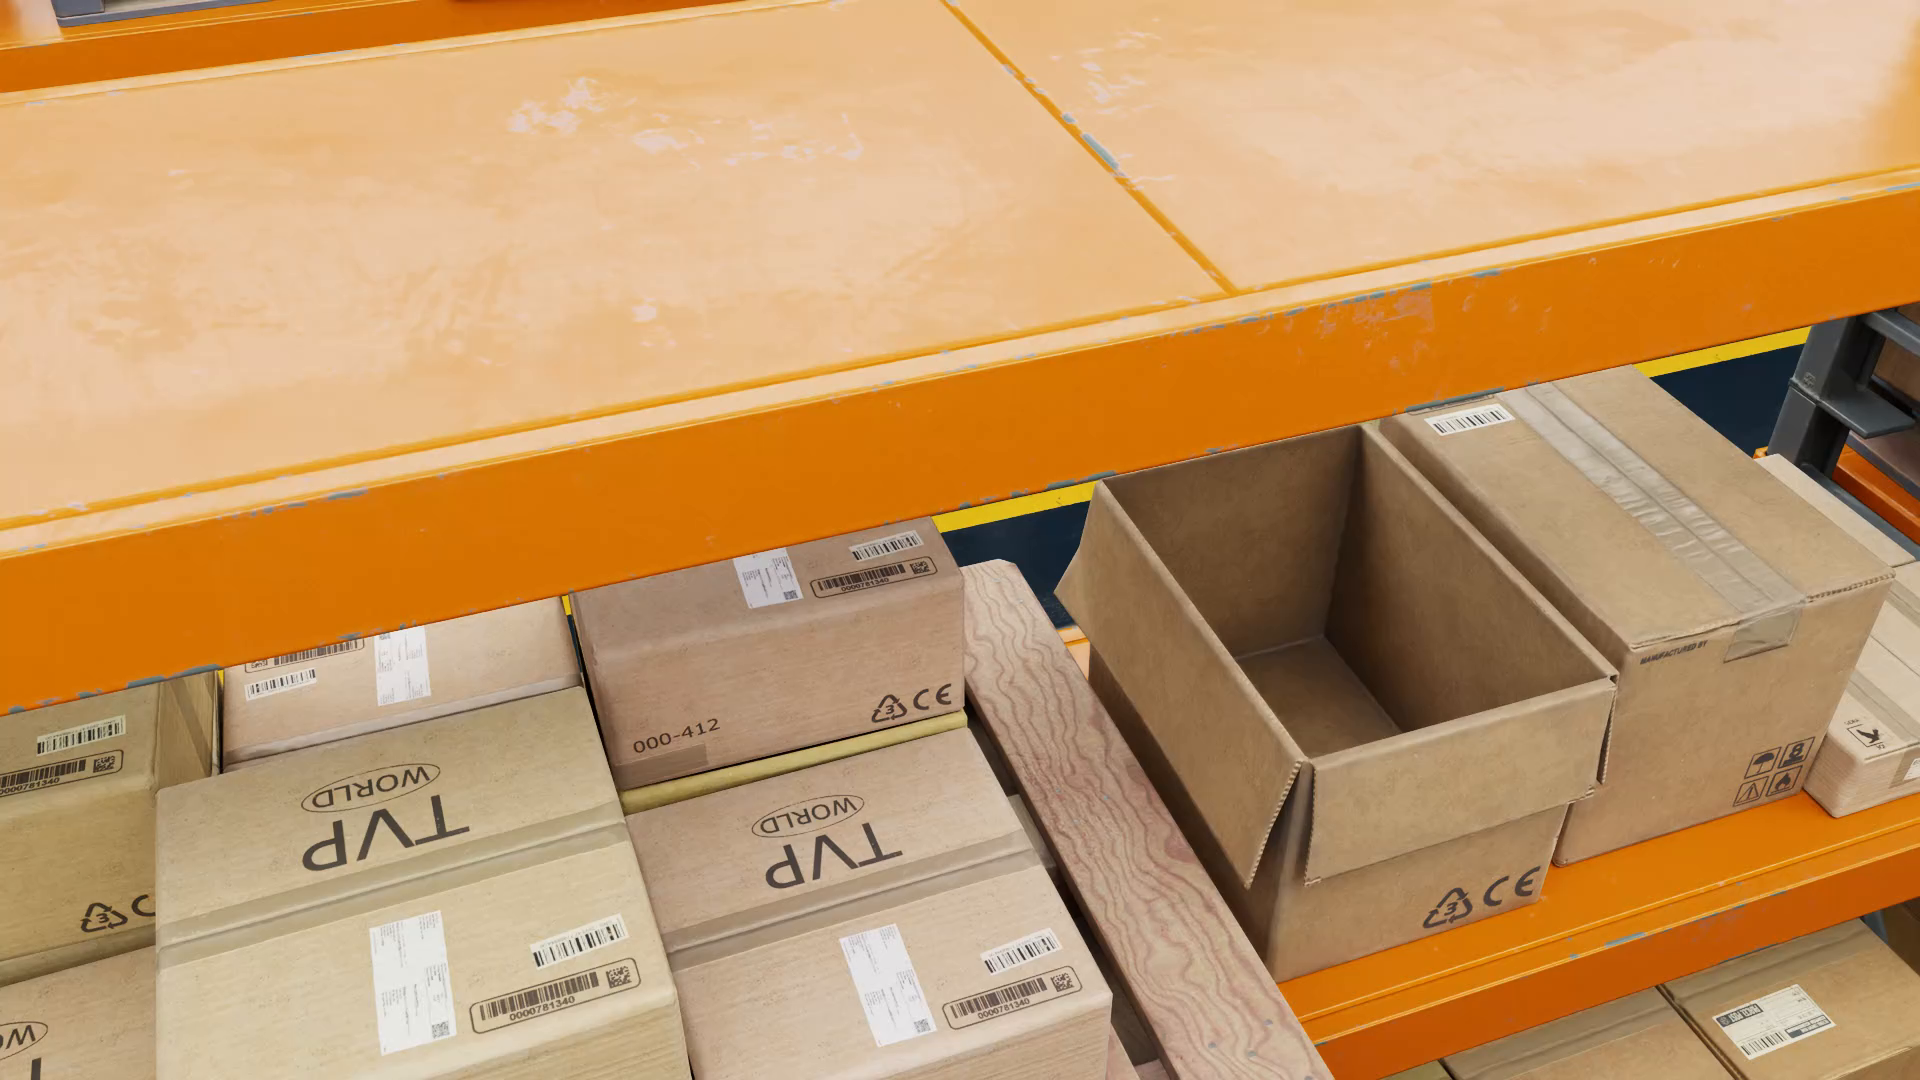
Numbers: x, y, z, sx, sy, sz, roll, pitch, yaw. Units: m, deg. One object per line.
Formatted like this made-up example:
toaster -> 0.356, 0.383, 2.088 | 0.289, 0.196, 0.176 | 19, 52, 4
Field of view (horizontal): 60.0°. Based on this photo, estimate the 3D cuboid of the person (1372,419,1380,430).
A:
person -> 2.003, -0.438, 7.282 | 0.725, 1.586, 0.600 | -16, 41, -20
